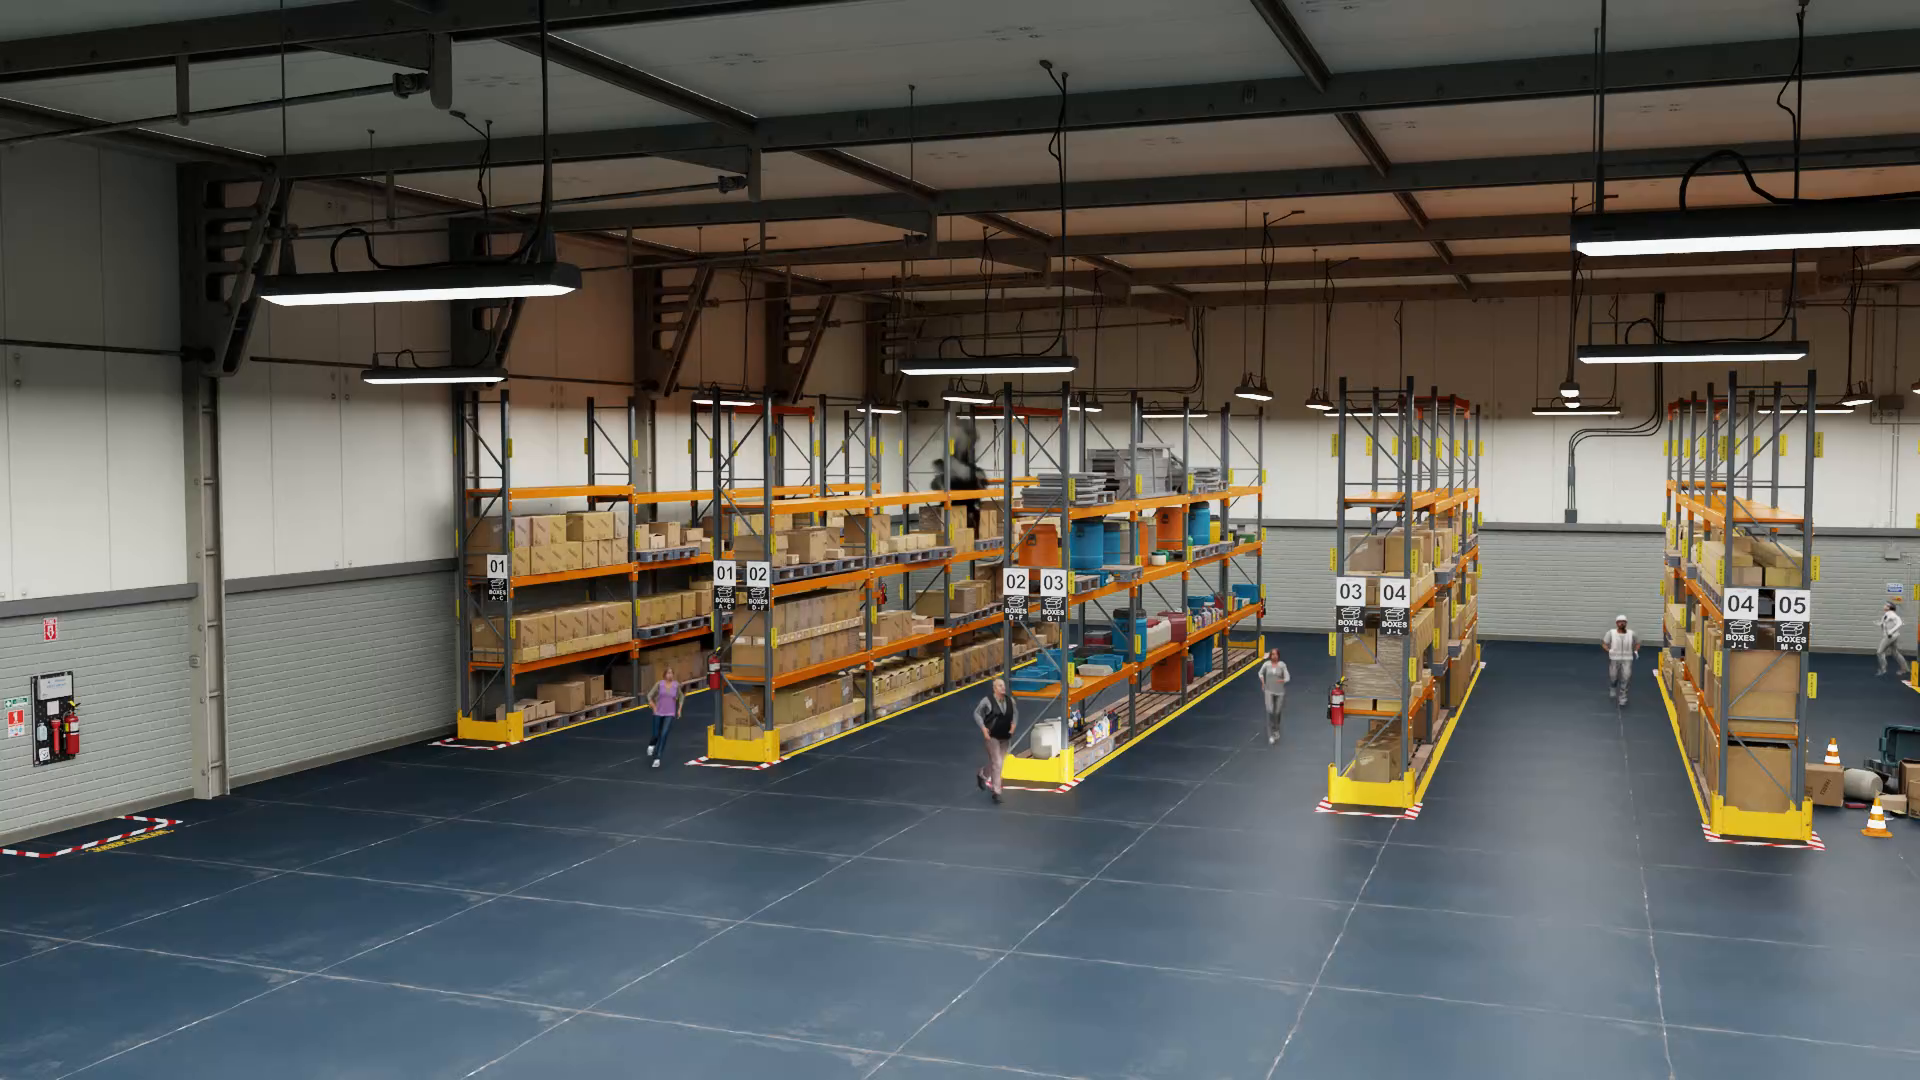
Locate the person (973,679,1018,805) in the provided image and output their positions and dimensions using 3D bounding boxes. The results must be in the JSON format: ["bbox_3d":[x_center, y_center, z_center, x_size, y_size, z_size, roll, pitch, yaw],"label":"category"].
[{"bbox_3d":[0.514,2.835,23.748,0.668,1.740,0.835,-2,4,-30],"label":"person"}]

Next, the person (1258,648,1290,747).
[{"bbox_3d":[5.330,2.646,28.219,0.521,1.622,0.675,0,3,8],"label":"person"}]

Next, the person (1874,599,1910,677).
[{"bbox_3d":[20.375,2.166,36.362,0.728,1.755,0.614,2,4,32],"label":"person"}]

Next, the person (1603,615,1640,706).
[{"bbox_3d":[12.932,2.342,32.523,0.678,1.740,0.748,1,3,16],"label":"person"}]

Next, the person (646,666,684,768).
[{"bbox_3d":[-4.660,2.777,26.347,0.598,1.544,0.758,-1,3,-15],"label":"person"}]
